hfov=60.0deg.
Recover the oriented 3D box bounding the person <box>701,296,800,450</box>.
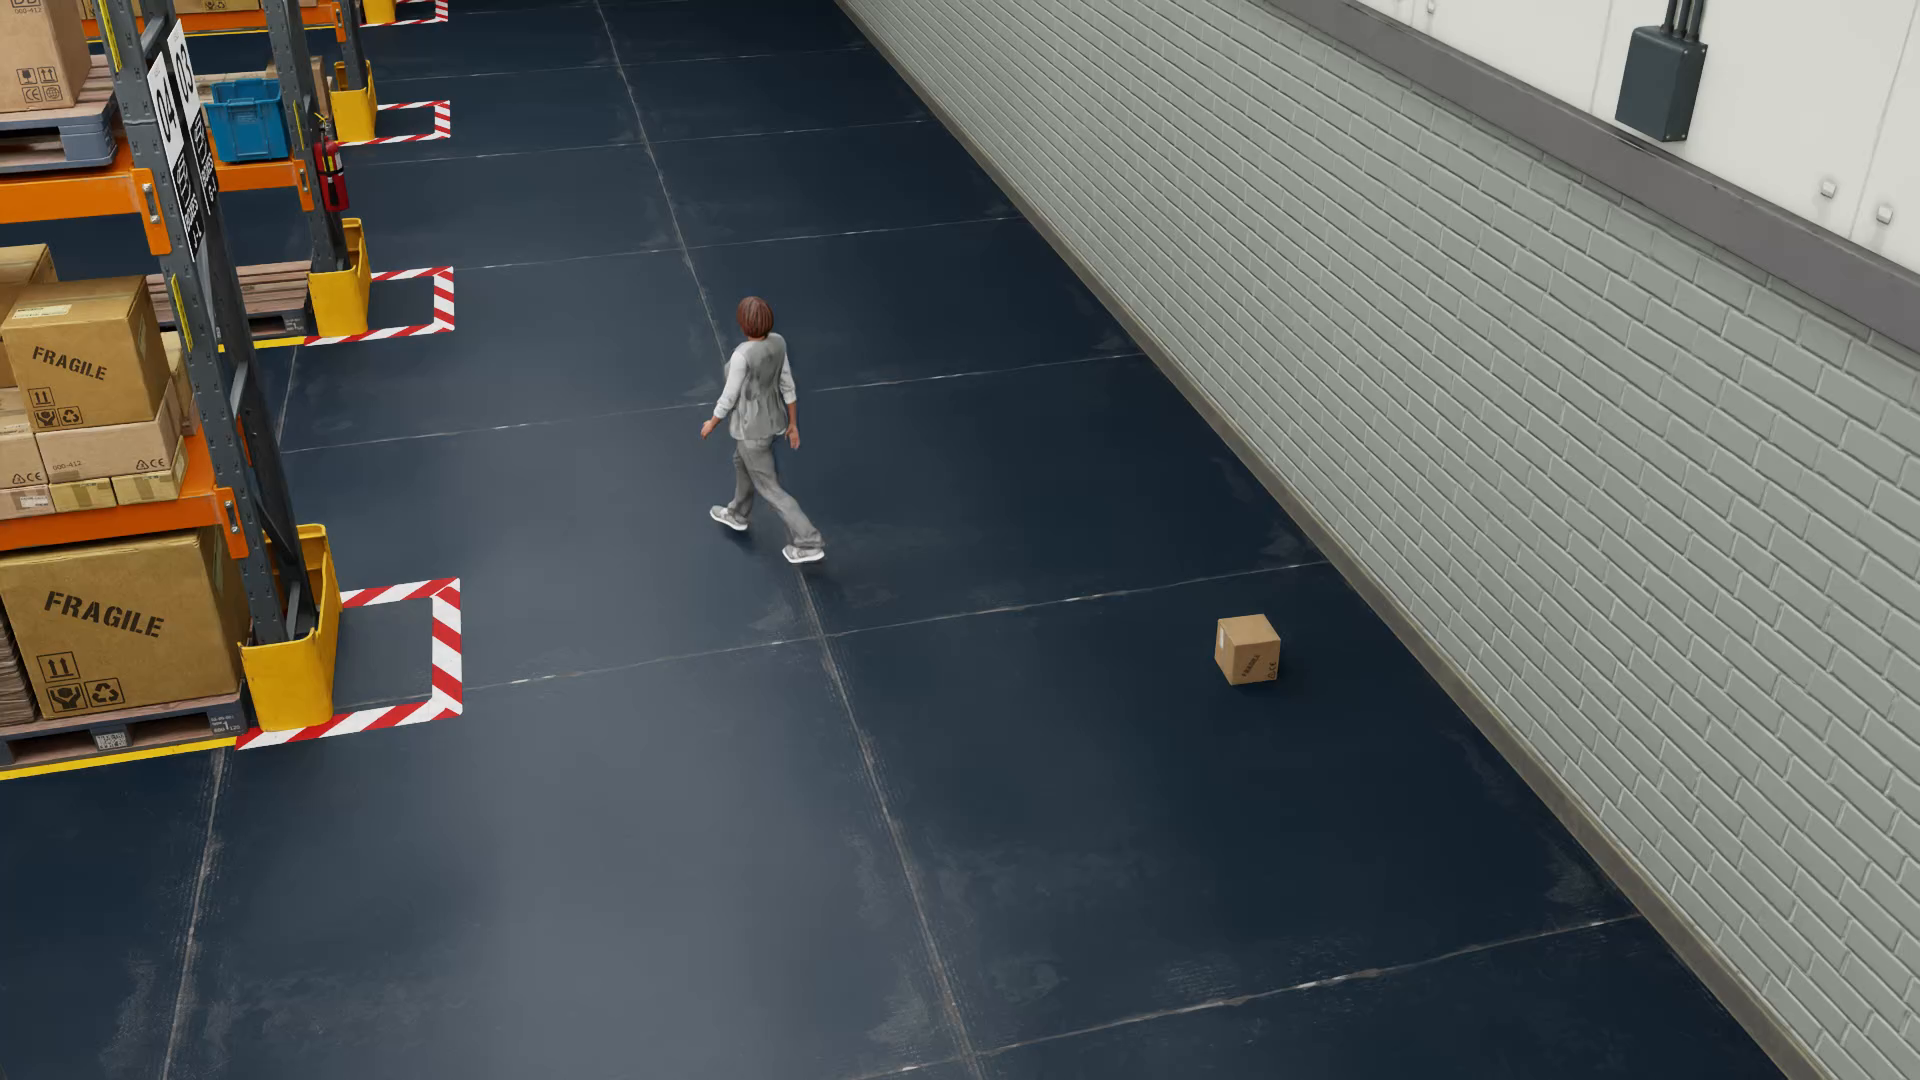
[{"bbox_3d":[-1.176,-0.910,9.153,0.465,0.927,0.414,18,35,27],"label":"person"}]
